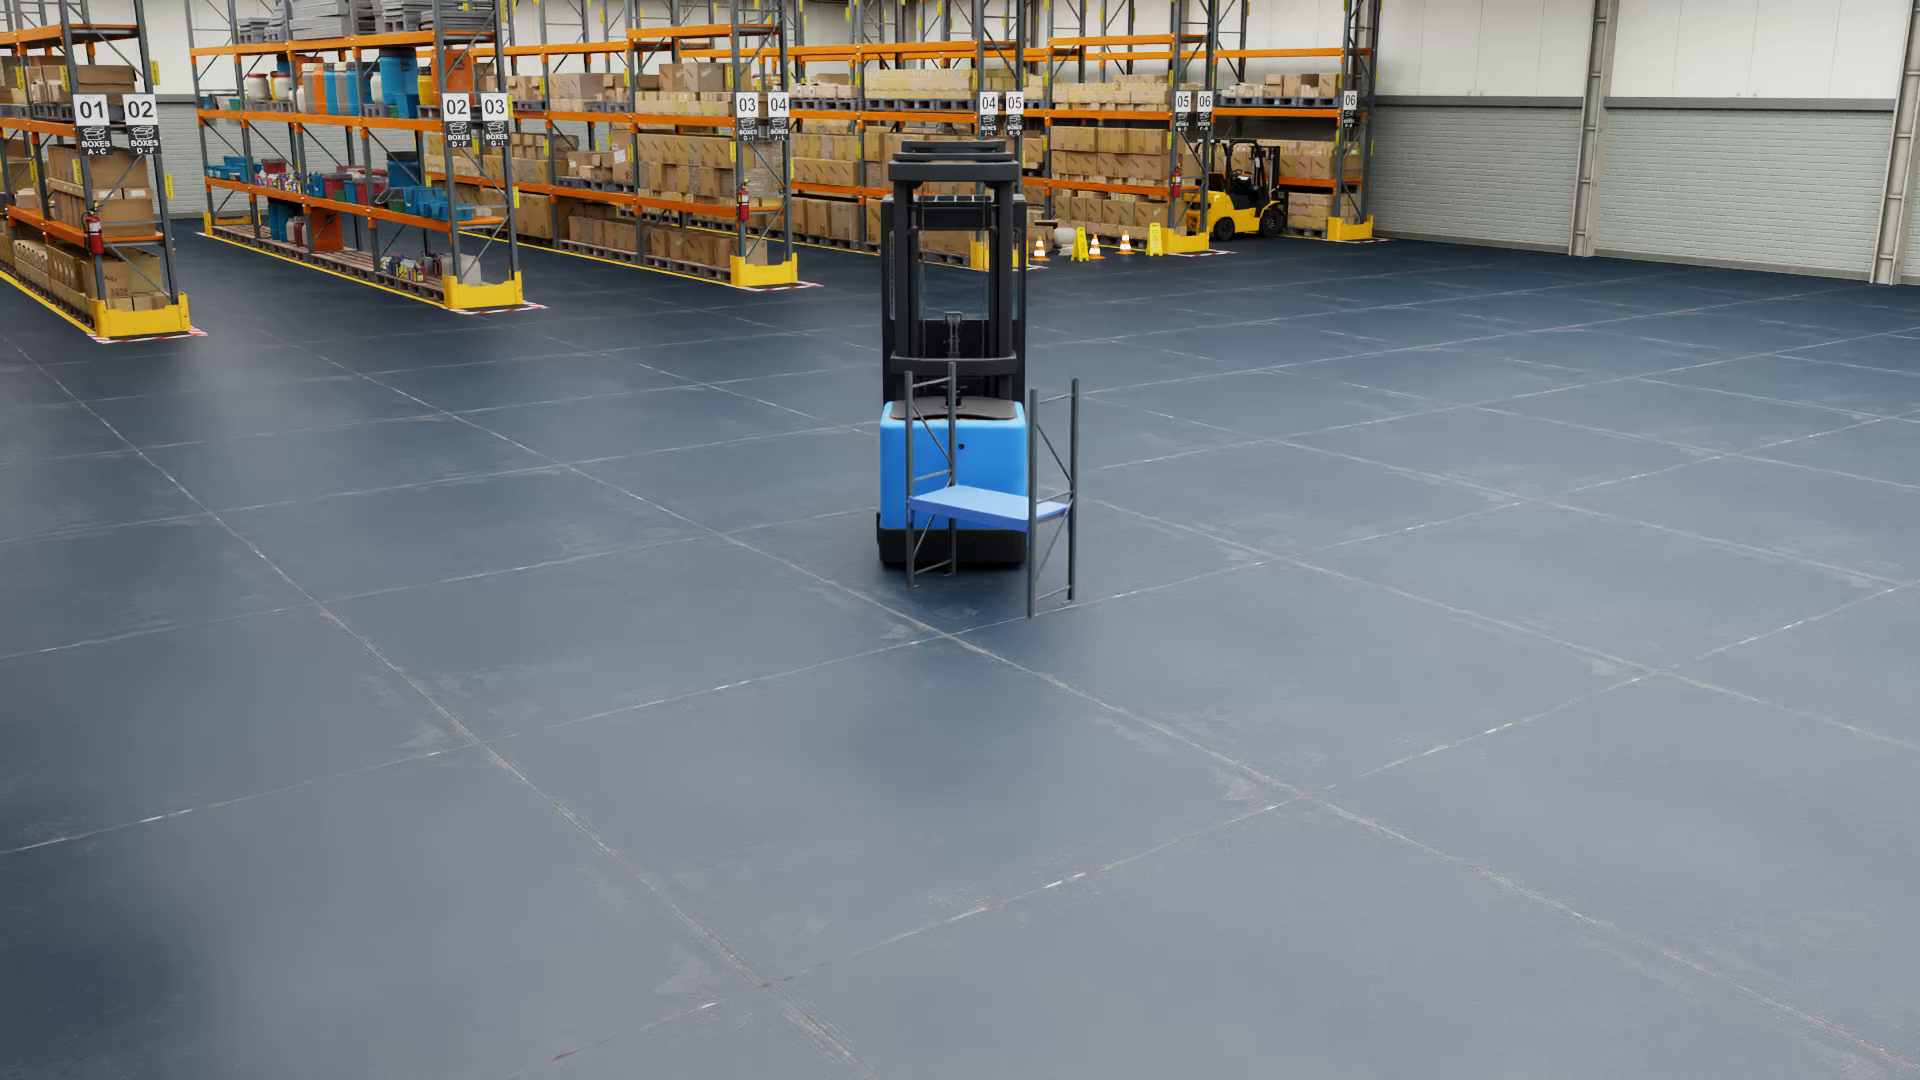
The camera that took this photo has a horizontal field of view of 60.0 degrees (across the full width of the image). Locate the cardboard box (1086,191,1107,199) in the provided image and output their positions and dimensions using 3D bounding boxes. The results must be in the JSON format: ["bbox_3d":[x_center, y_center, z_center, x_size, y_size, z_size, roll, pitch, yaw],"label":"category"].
[{"bbox_3d":[2.941,-7.444,35.857,0.380,0.149,0.250,-10,18,-31],"label":"cardboard box"}]

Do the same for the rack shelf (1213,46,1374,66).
[{"bbox_3d":[7.512,-10.962,37.701,1.077,0.370,4.000,-11,19,-35],"label":"rack shelf"}]

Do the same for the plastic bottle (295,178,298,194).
[{"bbox_3d":[-12.769,-6.824,32.048,0.061,0.283,0.133,-11,19,-35],"label":"plastic bottle"}]

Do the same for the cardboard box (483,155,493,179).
[{"bbox_3d":[-10.328,-8.345,37.195,0.500,0.500,0.500,-11,19,-34],"label":"cardboard box"}]

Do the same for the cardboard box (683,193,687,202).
[{"bbox_3d":[-4.733,-6.147,29.830,0.380,0.149,0.250,-11,19,-35],"label":"cardboard box"}]

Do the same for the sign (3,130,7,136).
[{"bbox_3d":[-20.303,-8.544,35.319,0.100,0.325,0.005,-11,19,-35],"label":"sign"}]

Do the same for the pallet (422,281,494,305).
[{"bbox_3d":[-7.903,-3.941,26.575,1.003,0.211,1.213,-11,19,-35],"label":"pallet"}]

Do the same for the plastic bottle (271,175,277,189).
[{"bbox_3d":[-13.758,-7.200,33.436,0.152,0.276,0.135,-11,19,-35],"label":"plastic bottle"}]

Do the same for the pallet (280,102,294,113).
[{"bbox_3d":[-12.421,-8.345,32.060,1.003,0.211,1.213,-11,19,-35],"label":"pallet"}]

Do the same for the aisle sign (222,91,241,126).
[{"bbox_3d":[-16.560,-9.834,37.900,0.394,0.787,0.004,-11,19,-35],"label":"aisle sign"}]

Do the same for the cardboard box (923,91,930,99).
[{"bbox_3d":[-0.485,-8.486,31.708,0.380,0.149,0.250,-11,19,-34],"label":"cardboard box"}]

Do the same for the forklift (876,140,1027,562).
[{"bbox_3d":[-0.046,-1.587,12.821,1.130,2.935,3.031,0,15,0],"label":"forklift"}]

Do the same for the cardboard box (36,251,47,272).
[{"bbox_3d":[-14.489,-4.488,26.642,0.500,0.311,0.500,-10,18,-33],"label":"cardboard box"}]

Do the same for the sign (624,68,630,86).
[{"bbox_3d":[-6.139,-8.525,30.634,0.100,0.325,0.005,-11,19,-35],"label":"sign"}]

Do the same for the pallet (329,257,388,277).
[{"bbox_3d":[-10.913,-5.034,30.570,1.003,0.211,1.213,-11,19,-35],"label":"pallet"}]

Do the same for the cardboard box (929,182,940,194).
[{"bbox_3d":[-0.093,-7.018,32.250,0.875,0.550,0.550,-11,19,-35],"label":"cardboard box"}]

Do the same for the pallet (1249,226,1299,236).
[{"bbox_3d":[7.492,-7.253,38.677,1.003,0.211,1.213,-11,19,-35],"label":"pallet"}]

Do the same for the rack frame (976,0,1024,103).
[{"bbox_3d":[0.731,-9.513,30.289,1.000,3.000,0.127,-11,19,-35],"label":"rack frame"}]

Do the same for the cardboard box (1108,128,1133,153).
[{"bbox_3d":[3.524,-8.361,34.796,0.700,0.500,0.500,-11,19,-35],"label":"cardboard box"}]

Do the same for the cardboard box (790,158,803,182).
[{"bbox_3d":[-3.330,-8.023,36.017,0.500,0.500,0.500,-11,19,-35],"label":"cardboard box"}]

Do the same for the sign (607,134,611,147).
[{"bbox_3d":[-9.116,-10.370,43.142,0.100,0.325,0.005,-11,19,-35],"label":"sign"}]

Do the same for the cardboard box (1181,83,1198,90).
[{"bbox_3d":[4.631,-9.228,33.892,0.380,0.149,0.250,-11,19,-35],"label":"cardboard box"}]

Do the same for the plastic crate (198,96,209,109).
[{"bbox_3d":[-16.754,-9.778,37.184,0.497,0.269,0.590,-11,19,-35],"label":"plastic crate"}]

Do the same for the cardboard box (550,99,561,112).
[{"bbox_3d":[-7.974,-8.814,33.701,0.500,0.250,0.500,-10,18,-34],"label":"cardboard box"}]

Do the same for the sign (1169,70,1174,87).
[{"bbox_3d":[4.215,-9.202,33.155,0.100,0.325,0.005,-11,19,-35],"label":"sign"}]

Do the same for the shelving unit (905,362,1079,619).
[{"bbox_3d":[0.202,-0.351,11.017,1.048,1.500,0.538,12,19,37],"label":"shelving unit"}]

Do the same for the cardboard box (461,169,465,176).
[{"bbox_3d":[-11.294,-8.492,38.396,0.380,0.149,0.250,-10,18,-34],"label":"cardboard box"}]

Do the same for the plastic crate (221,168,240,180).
[{"bbox_3d":[-15.925,-8.018,36.394,0.416,0.233,0.300,-11,19,-35],"label":"plastic crate"}]

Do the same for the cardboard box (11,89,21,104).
[{"bbox_3d":[-15.747,-7.532,28.219,0.500,0.250,0.500,-13,20,-39],"label":"cardboard box"}]

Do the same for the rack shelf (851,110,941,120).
[{"bbox_3d":[-1.204,-10.645,41.468,1.077,0.370,4.000,-11,19,-35],"label":"rack shelf"}]

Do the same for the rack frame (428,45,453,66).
[{"bbox_3d":[-12.748,-12.182,40.038,1.000,3.000,0.127,-11,19,-35],"label":"rack frame"}]

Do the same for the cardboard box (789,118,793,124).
[{"bbox_3d":[-4.476,-11.433,45.353,0.380,0.149,0.250,-10,18,-33],"label":"cardboard box"}]

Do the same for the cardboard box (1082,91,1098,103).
[{"bbox_3d":[2.956,-9.428,35.378,0.500,0.250,0.500,-11,19,-34],"label":"cardboard box"}]

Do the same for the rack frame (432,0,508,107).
[{"bbox_3d":[-7.347,-7.996,24.746,1.000,3.000,0.127,-11,19,-35],"label":"rack frame"}]

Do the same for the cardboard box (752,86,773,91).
[{"bbox_3d":[-4.514,-9.906,37.214,0.500,0.500,0.500,-11,19,-35],"label":"cardboard box"}]

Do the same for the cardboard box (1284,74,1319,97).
[{"bbox_3d":[7.710,-10.218,37.370,0.700,0.500,0.500,-11,19,-34],"label":"cardboard box"}]

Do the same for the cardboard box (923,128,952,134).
[{"bbox_3d":[-0.544,-9.718,40.318,0.500,0.500,0.500,-11,19,-36],"label":"cardboard box"}]

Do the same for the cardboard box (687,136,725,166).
[{"bbox_3d":[-4.454,-6.838,29.230,0.500,0.500,0.500,-11,19,-35],"label":"cardboard box"}]

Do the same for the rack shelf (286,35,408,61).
[{"bbox_3d":[-10.875,-8.738,29.575,1.077,0.370,4.000,-11,19,-35],"label":"rack shelf"}]

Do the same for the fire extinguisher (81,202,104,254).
[{"bbox_3d":[-11.662,-4.200,22.386,0.296,0.674,0.183,-11,19,-35],"label":"fire extinguisher"}]

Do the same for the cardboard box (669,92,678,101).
[{"bbox_3d":[-4.953,-7.903,29.614,0.380,0.149,0.250,-11,19,-36],"label":"cardboard box"}]

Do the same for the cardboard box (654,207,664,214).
[{"bbox_3d":[-7.440,-8.262,41.684,0.380,0.149,0.250,-11,19,-35],"label":"cardboard box"}]

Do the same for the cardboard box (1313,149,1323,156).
[{"bbox_3d":[8.084,-8.623,36.980,0.380,0.149,0.250,-11,18,-34],"label":"cardboard box"}]

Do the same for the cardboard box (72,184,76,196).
[{"bbox_3d":[-12.497,-5.024,23.832,0.380,0.149,0.250,-10,18,-33],"label":"cardboard box"}]

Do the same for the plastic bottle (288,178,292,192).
[{"bbox_3d":[-13.051,-6.929,32.454,0.097,0.271,0.097,0,15,0],"label":"plastic bottle"}]

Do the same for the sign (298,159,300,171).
[{"bbox_3d":[-13.957,-7.884,35.174,0.100,0.325,0.005,-11,19,-35],"label":"sign"}]

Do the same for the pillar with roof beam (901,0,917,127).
[{"bbox_3d":[-5.058,-14.539,48.649,9.100,9.000,0.400,-11,19,-35],"label":"pillar with roof beam"}]

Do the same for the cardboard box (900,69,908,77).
[{"bbox_3d":[-0.933,-9.033,32.196,0.380,0.149,0.250,-11,19,-35],"label":"cardboard box"}]

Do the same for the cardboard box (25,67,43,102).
[{"bbox_3d":[-13.625,-6.805,24.827,0.500,0.500,0.500,-9,18,-30],"label":"cardboard box"}]

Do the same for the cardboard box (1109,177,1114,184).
[{"bbox_3d":[3.400,-7.665,35.374,0.380,0.149,0.250,-11,19,-35],"label":"cardboard box"}]

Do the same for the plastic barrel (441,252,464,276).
[{"bbox_3d":[-8.090,-4.341,26.672,0.421,0.512,0.421,0,15,0],"label":"plastic barrel"}]

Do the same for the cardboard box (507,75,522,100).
[{"bbox_3d":[-9.263,-9.712,35.705,0.797,0.503,0.637,-11,19,-35],"label":"cardboard box"}]
